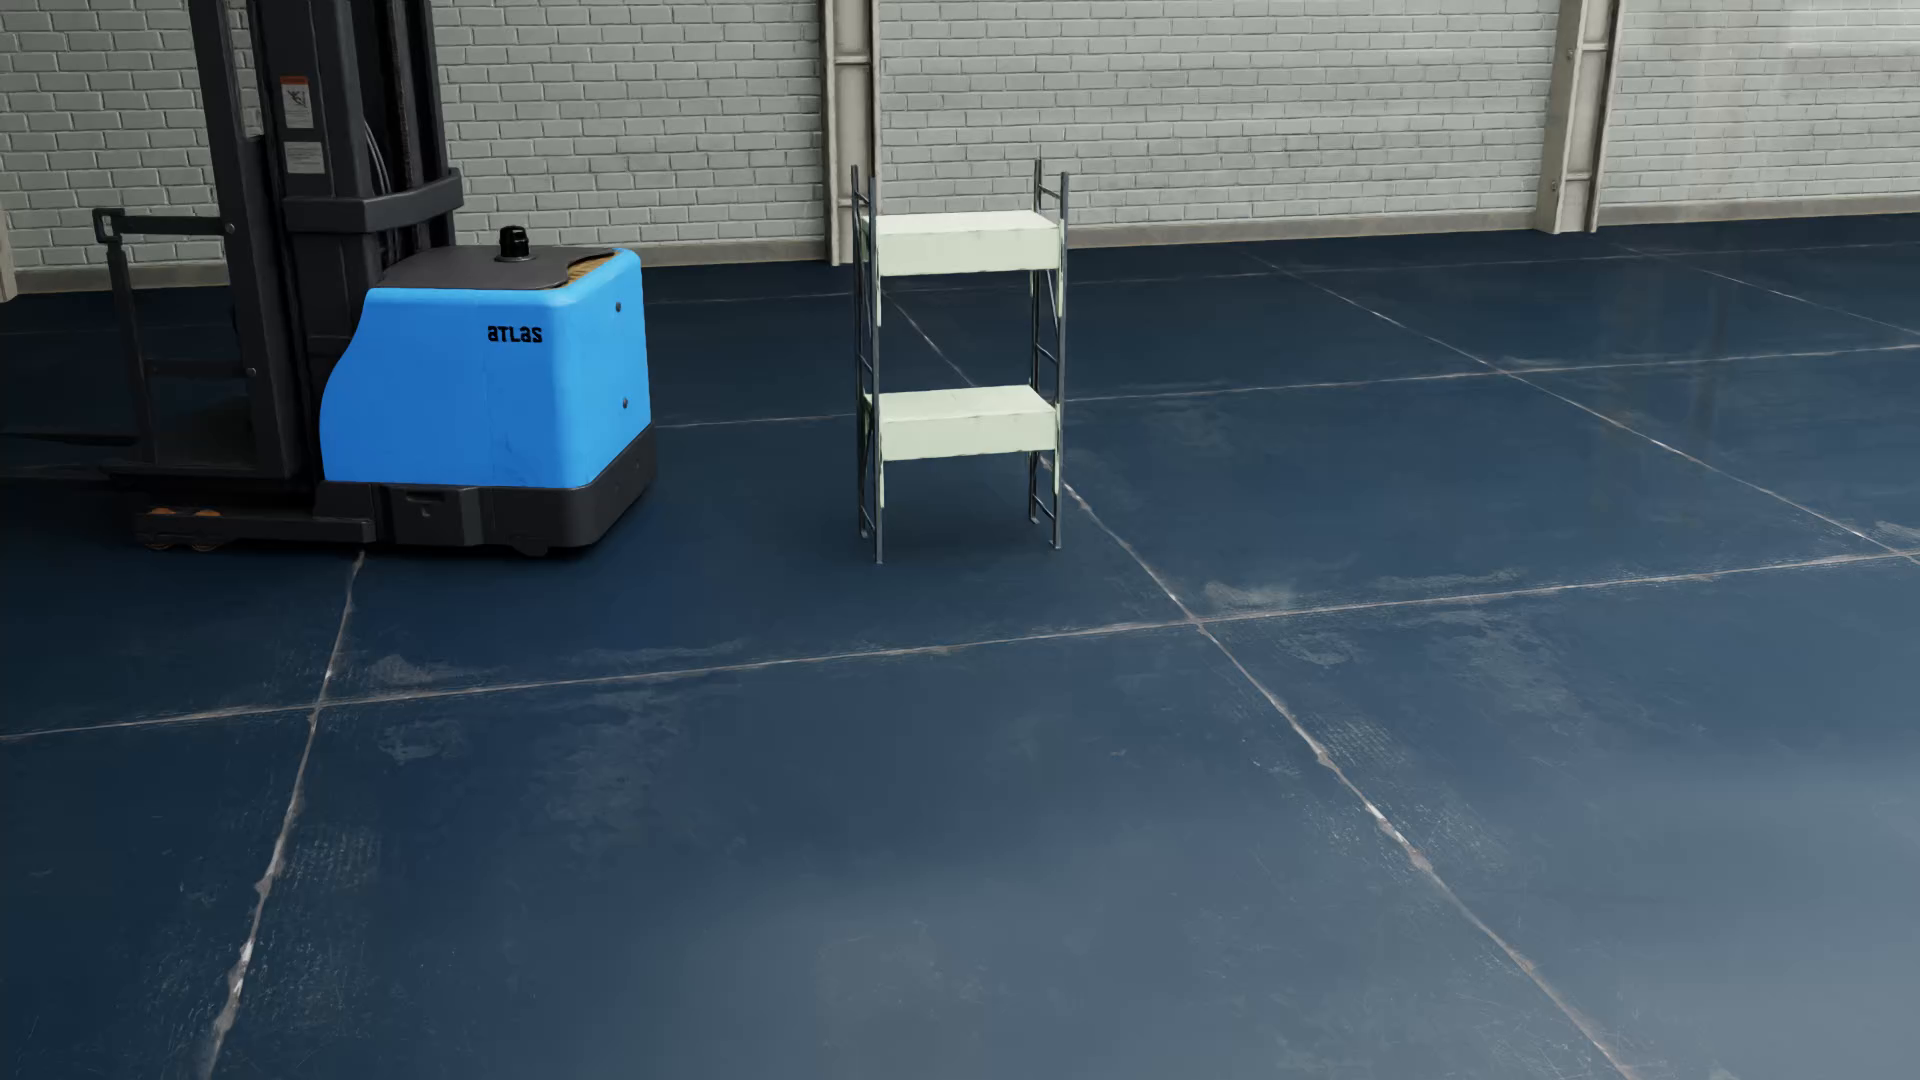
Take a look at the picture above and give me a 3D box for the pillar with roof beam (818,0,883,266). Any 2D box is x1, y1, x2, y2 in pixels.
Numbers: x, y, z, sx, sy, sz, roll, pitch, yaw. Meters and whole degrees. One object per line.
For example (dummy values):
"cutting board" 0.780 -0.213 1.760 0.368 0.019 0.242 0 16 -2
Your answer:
"pillar with roof beam" 0.193 -4.892 7.087 0.400 9.000 9.100 -5 21 -12

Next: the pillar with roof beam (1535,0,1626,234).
"pillar with roof beam" 6.032 -5.367 8.383 0.400 9.000 9.100 -5 21 -12

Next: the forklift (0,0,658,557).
"forklift" -2.897 -1.508 6.669 3.031 2.935 1.130 2 20 6

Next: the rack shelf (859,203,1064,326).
"rack shelf" -0.006 -1.070 6.421 0.720 0.370 0.431 -5 21 -12

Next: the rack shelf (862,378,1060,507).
"rack shelf" -0.006 -0.398 6.667 0.720 0.370 0.431 -5 21 -12

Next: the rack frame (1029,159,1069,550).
"rack frame" 0.350 -0.733 6.634 0.023 1.500 0.400 -5 21 -12

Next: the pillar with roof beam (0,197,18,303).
"pillar with roof beam" -5.646 -4.417 5.791 0.400 9.000 9.100 -5 21 -12

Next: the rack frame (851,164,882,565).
"rack frame" -0.363 -0.675 6.476 0.023 1.500 0.400 -5 21 -12

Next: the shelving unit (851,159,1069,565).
"shelving unit" -0.006 -0.704 6.555 0.755 1.500 0.431 -5 21 -12
